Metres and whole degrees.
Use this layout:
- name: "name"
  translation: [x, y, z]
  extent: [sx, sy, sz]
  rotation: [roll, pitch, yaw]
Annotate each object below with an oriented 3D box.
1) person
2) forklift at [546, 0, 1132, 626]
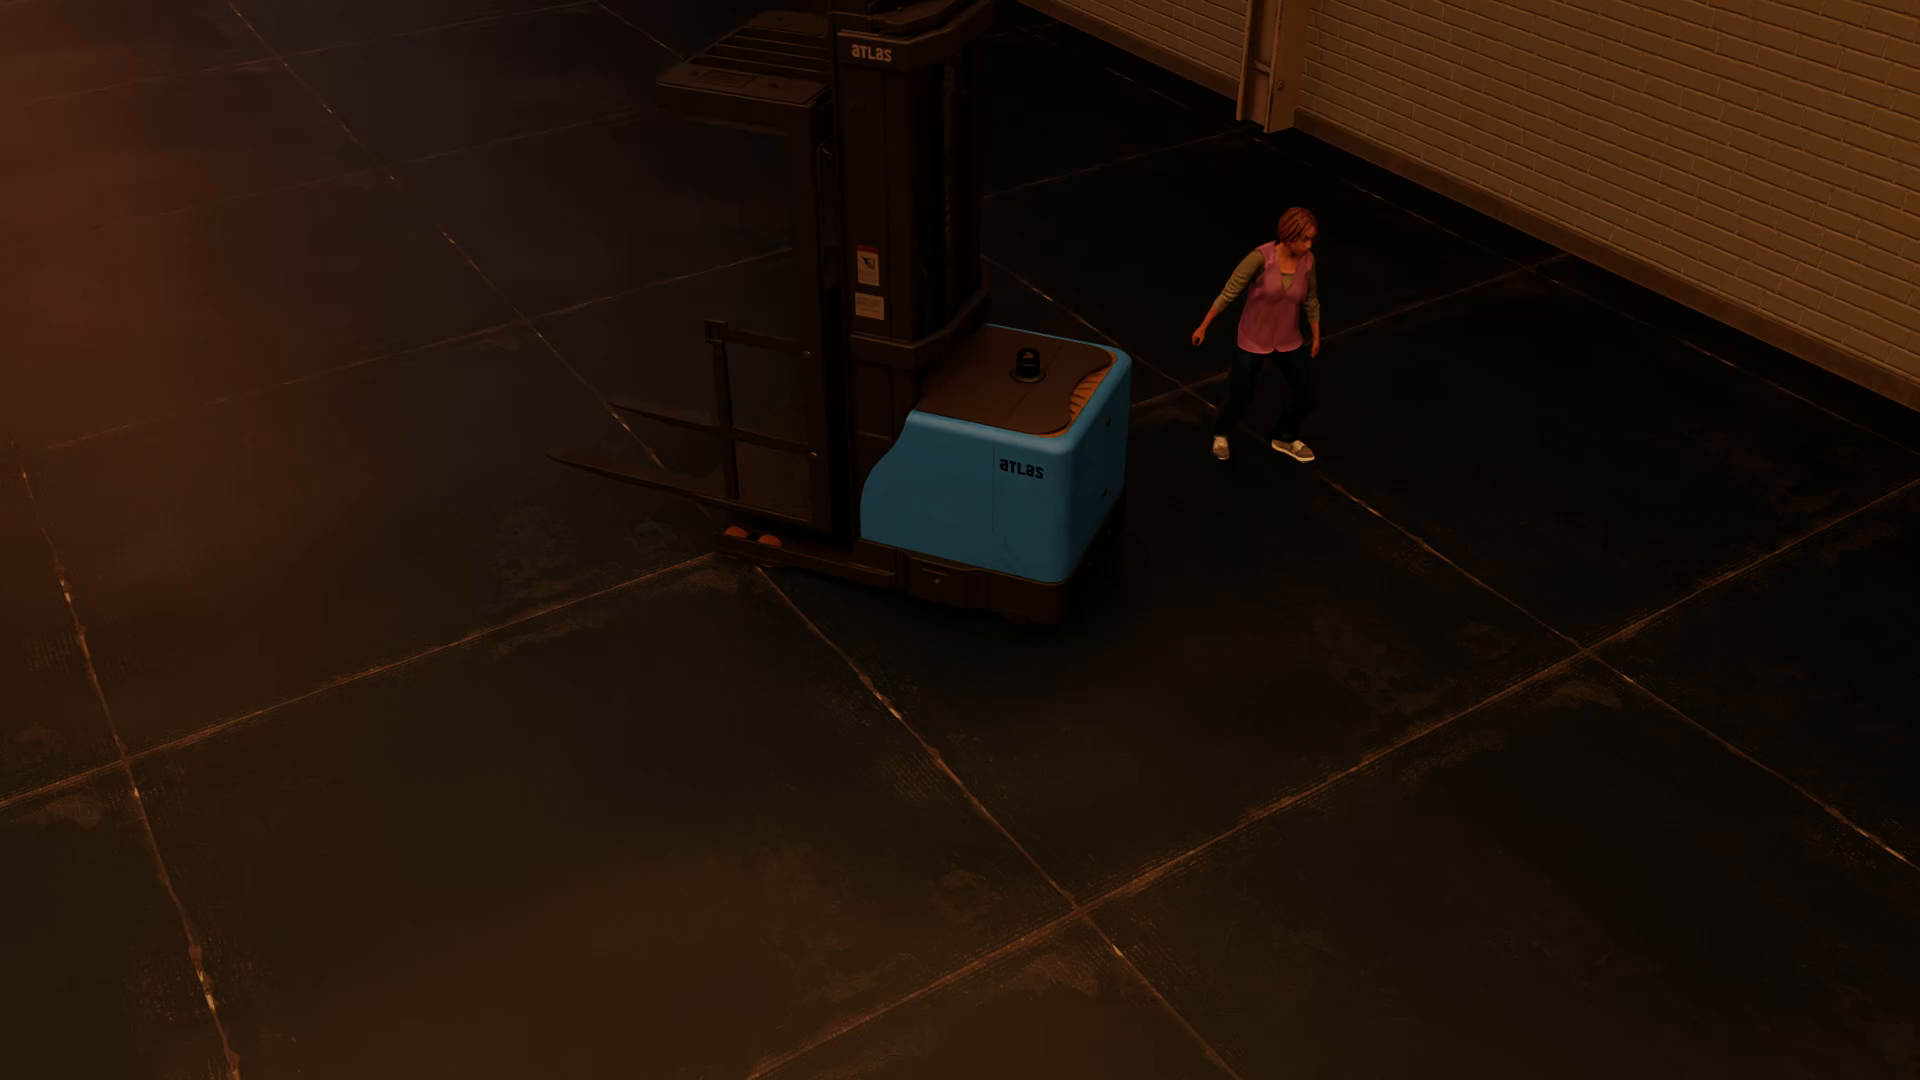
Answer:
- name: "person"
  translation: [1.615, -1.095, 8.957]
  extent: [0.733, 1.547, 0.438]
  rotation: [-4, 35, -6]
- name: "forklift"
  translation: [-0.710, -1.324, 8.032]
  extent: [3.031, 2.935, 1.130]
  rotation: [13, 37, 18]
